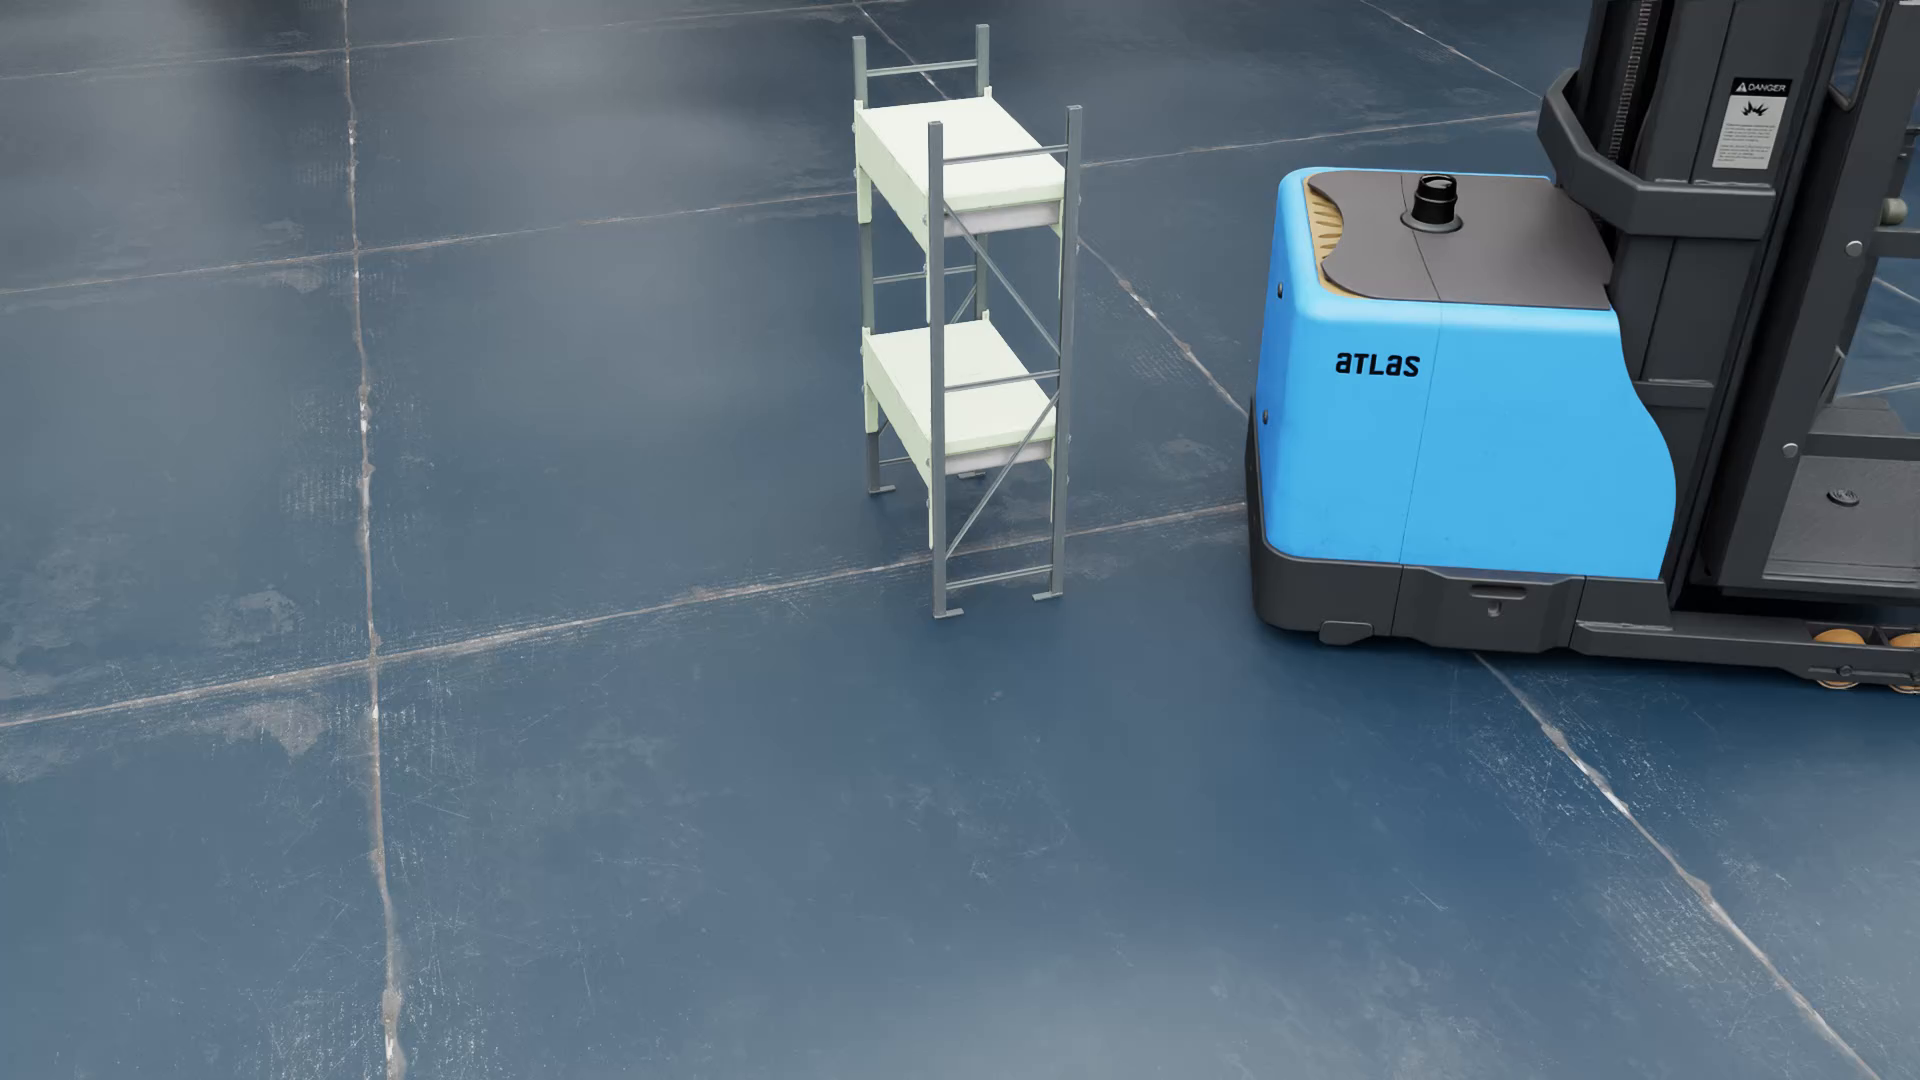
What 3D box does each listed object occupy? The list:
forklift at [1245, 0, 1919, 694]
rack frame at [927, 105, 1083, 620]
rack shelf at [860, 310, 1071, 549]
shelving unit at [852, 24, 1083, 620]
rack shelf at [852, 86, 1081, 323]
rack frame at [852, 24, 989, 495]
[{"bbox_3d":[2.405,-1.107,4.267,3.031,2.935,1.130,4,34,5],"label":"forklift"},{"bbox_3d":[0.114,-0.430,4.540,0.400,1.500,0.023,-10,35,-15],"label":"rack frame"},{"bbox_3d":[0.002,-0.350,5.011,0.431,0.370,0.720,-10,35,-15],"label":"rack shelf"},{"bbox_3d":[0.002,-0.622,4.831,0.431,1.500,0.755,-10,35,-15],"label":"shelving unit"},{"bbox_3d":[0.002,-0.948,4.616,0.431,0.370,0.720,-10,35,-15],"label":"rack shelf"},{"bbox_3d":[-0.110,-0.814,5.122,0.400,1.500,0.023,-10,35,-15],"label":"rack frame"}]
